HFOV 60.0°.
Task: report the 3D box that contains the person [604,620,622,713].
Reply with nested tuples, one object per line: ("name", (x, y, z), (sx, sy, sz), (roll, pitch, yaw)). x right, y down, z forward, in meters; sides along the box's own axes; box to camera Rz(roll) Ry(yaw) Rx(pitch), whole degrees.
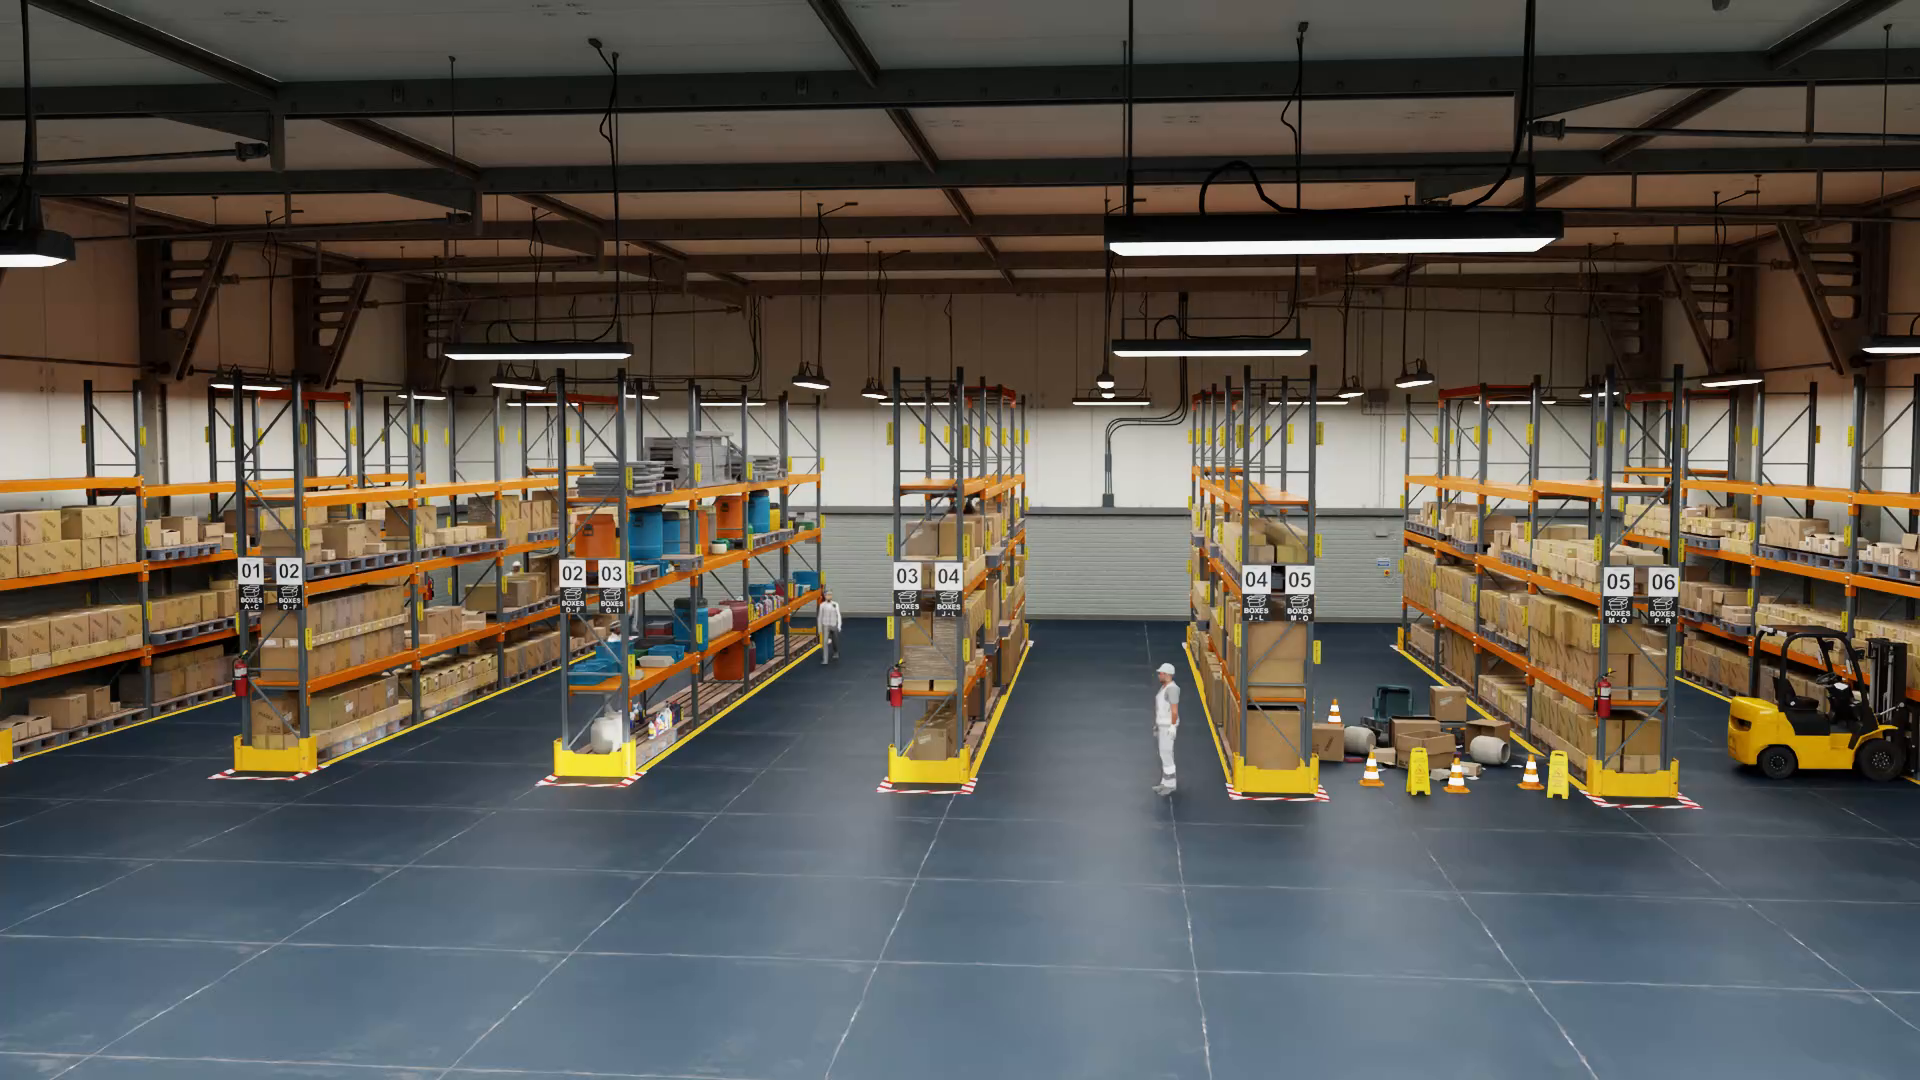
("person", (-6.186, 2.289, 30.049), (0.397, 1.706, 0.507), (2, 4, 30))

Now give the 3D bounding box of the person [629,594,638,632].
("person", (-8.387, 1.520, 42.488), (0.512, 1.654, 0.499), (-3, 5, -44))

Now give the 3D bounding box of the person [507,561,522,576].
("person", (-11.616, 1.422, 43.292), (0.726, 1.752, 0.615), (1, 4, 9))

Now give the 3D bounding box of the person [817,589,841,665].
("person", (-2.886, 1.895, 36.767), (0.534, 1.635, 0.968), (0, 4, -1))

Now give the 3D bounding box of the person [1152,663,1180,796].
("person", (2.891, 2.655, 23.455), (0.380, 1.820, 0.612), (0, 4, -4))
